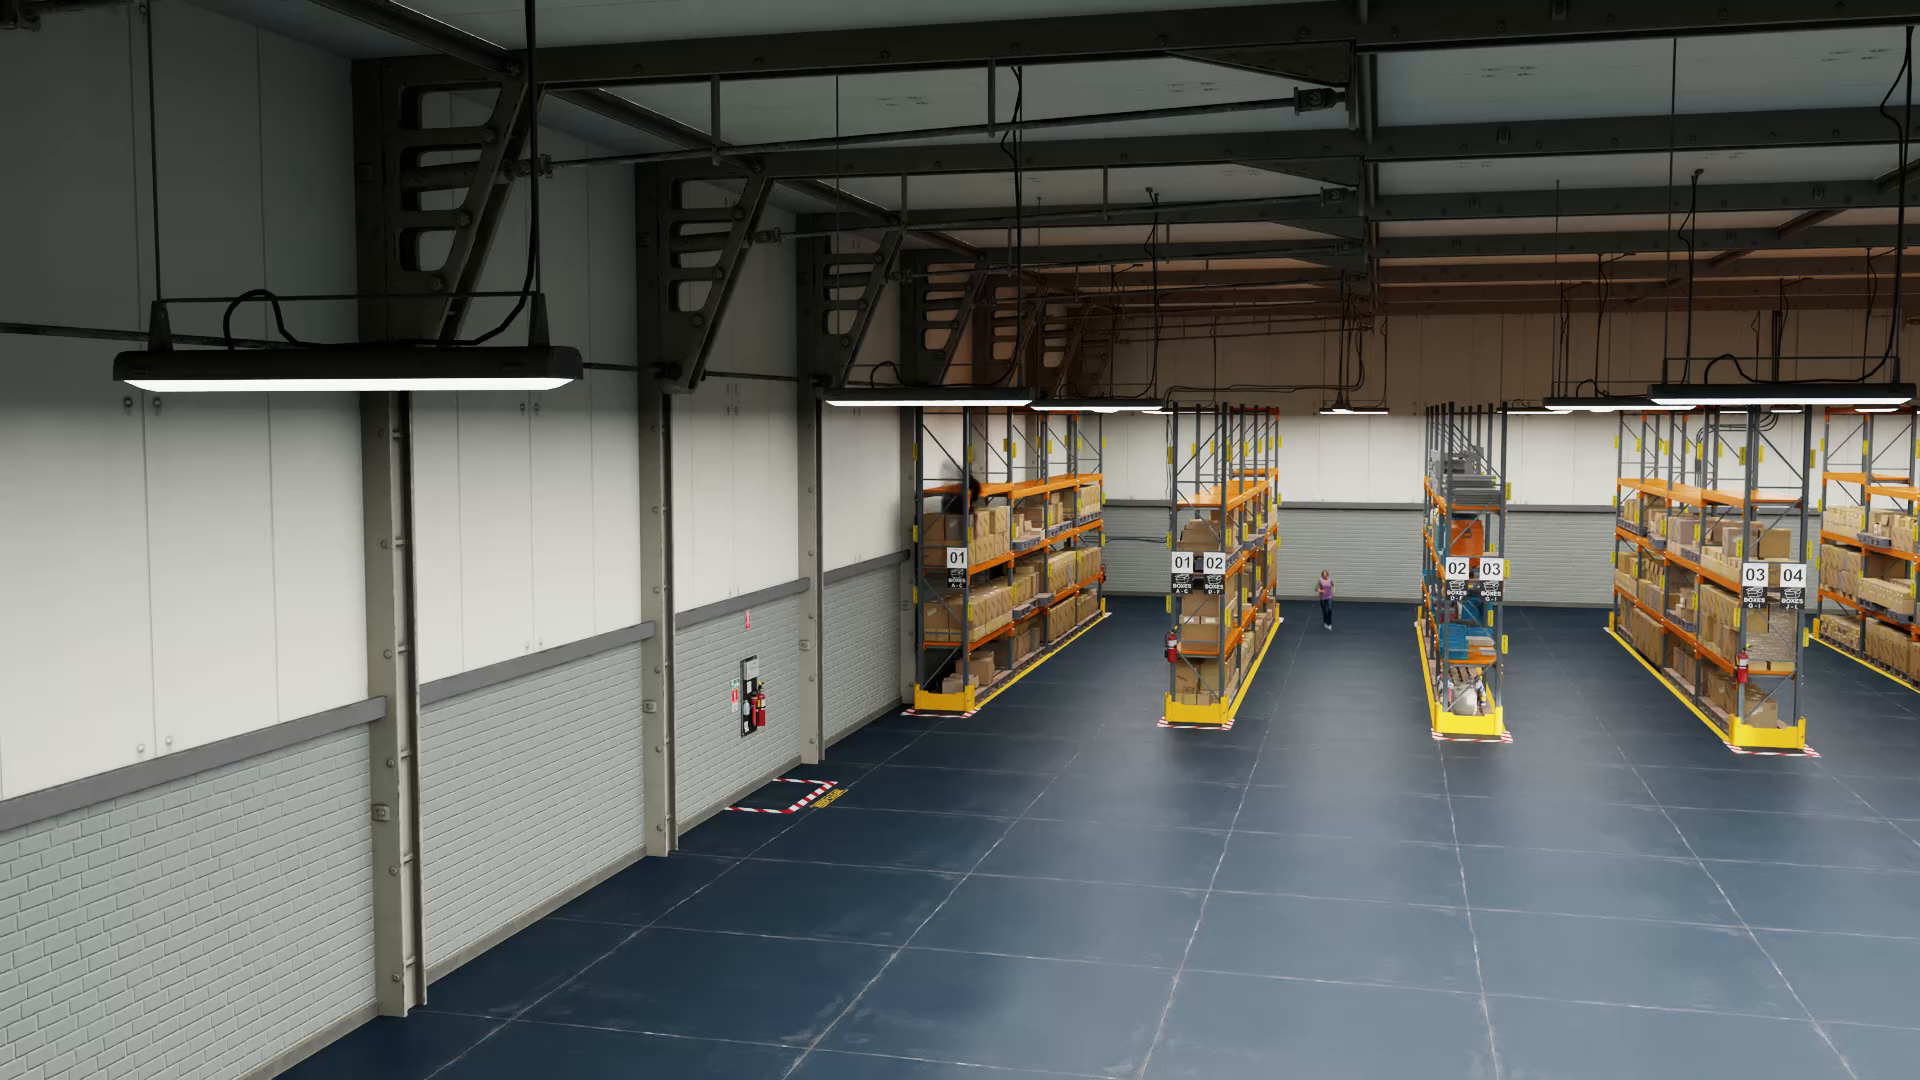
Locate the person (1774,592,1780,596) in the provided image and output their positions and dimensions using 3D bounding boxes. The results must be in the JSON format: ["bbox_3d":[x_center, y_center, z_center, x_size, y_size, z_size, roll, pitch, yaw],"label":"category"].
[{"bbox_3d":[21.888,1.671,44.249,0.770,1.627,0.640,-1,4,-15],"label":"person"}]

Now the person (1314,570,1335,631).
[{"bbox_3d":[9.821,1.623,44.783,0.564,1.656,0.670,0,4,7],"label":"person"}]

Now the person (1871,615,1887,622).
[{"bbox_3d":[24.338,1.580,43.949,0.881,1.798,0.706,1,4,15],"label":"person"}]
